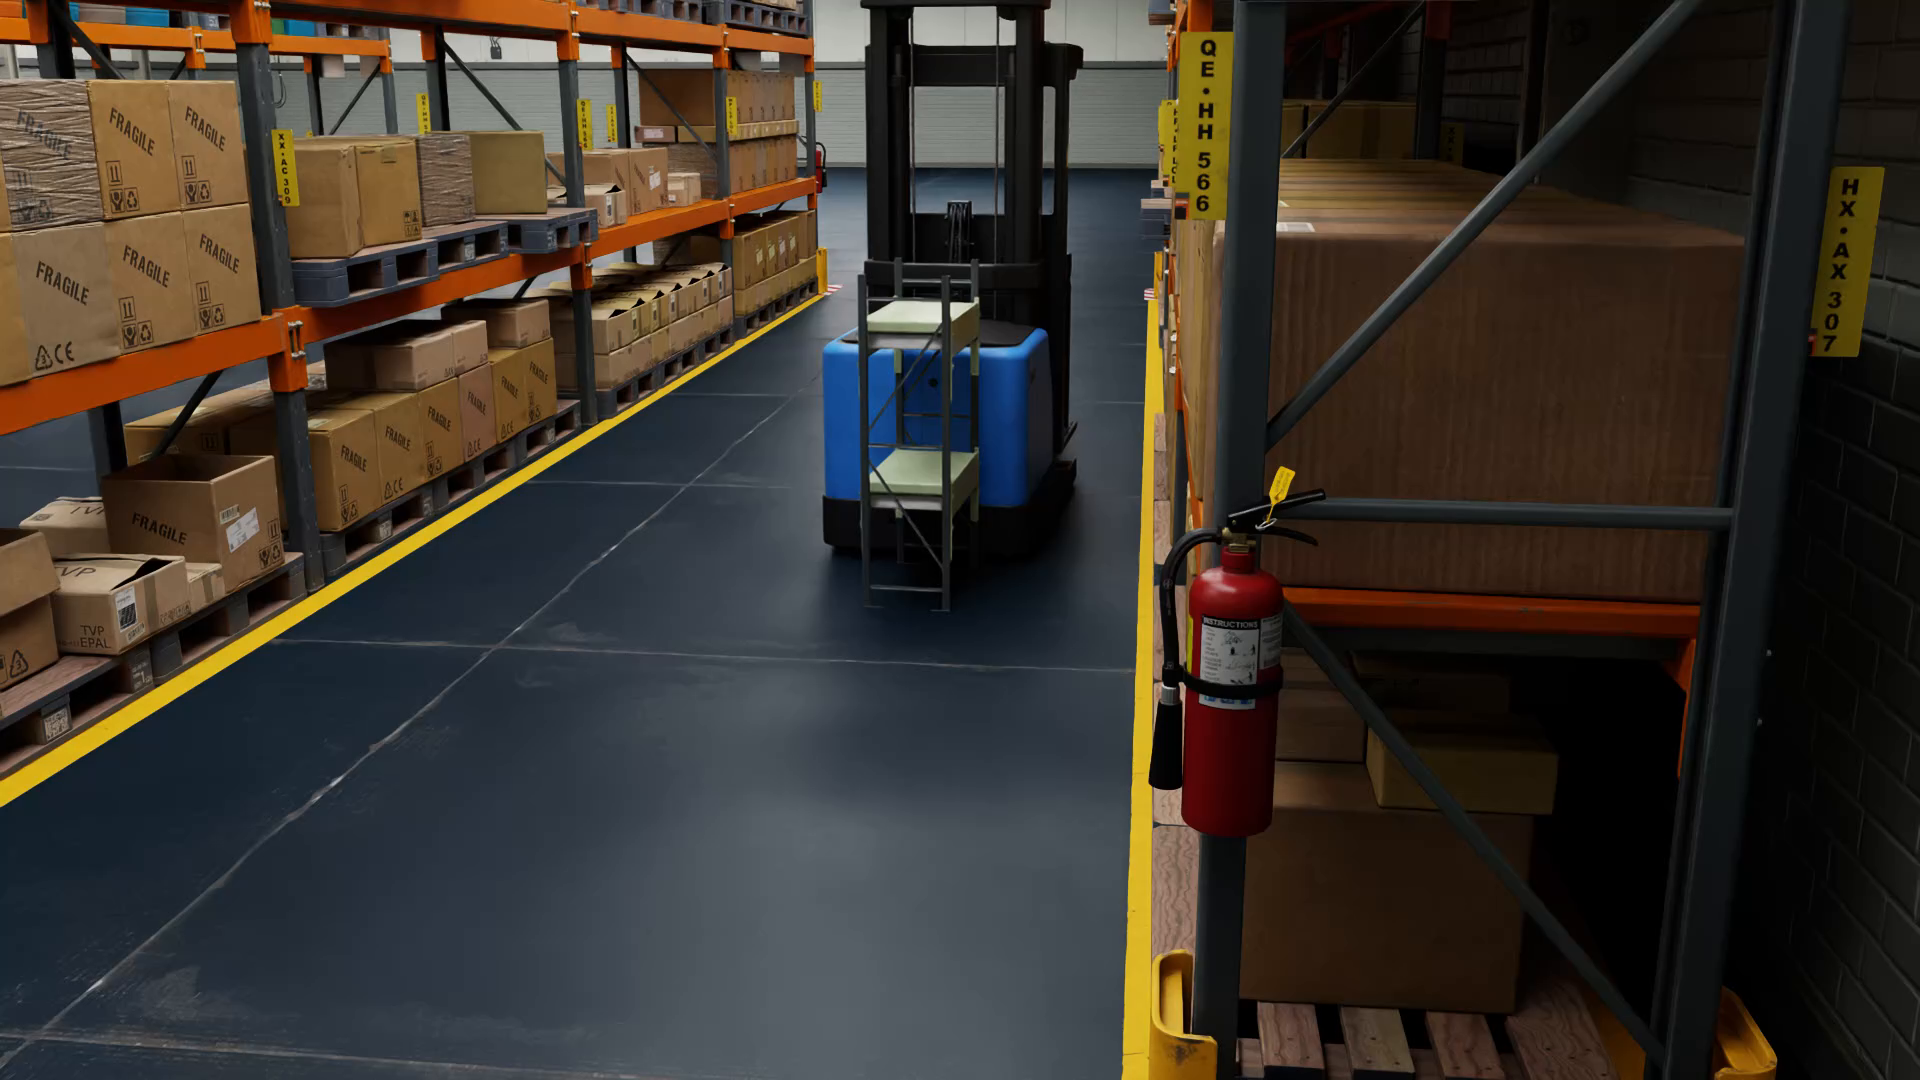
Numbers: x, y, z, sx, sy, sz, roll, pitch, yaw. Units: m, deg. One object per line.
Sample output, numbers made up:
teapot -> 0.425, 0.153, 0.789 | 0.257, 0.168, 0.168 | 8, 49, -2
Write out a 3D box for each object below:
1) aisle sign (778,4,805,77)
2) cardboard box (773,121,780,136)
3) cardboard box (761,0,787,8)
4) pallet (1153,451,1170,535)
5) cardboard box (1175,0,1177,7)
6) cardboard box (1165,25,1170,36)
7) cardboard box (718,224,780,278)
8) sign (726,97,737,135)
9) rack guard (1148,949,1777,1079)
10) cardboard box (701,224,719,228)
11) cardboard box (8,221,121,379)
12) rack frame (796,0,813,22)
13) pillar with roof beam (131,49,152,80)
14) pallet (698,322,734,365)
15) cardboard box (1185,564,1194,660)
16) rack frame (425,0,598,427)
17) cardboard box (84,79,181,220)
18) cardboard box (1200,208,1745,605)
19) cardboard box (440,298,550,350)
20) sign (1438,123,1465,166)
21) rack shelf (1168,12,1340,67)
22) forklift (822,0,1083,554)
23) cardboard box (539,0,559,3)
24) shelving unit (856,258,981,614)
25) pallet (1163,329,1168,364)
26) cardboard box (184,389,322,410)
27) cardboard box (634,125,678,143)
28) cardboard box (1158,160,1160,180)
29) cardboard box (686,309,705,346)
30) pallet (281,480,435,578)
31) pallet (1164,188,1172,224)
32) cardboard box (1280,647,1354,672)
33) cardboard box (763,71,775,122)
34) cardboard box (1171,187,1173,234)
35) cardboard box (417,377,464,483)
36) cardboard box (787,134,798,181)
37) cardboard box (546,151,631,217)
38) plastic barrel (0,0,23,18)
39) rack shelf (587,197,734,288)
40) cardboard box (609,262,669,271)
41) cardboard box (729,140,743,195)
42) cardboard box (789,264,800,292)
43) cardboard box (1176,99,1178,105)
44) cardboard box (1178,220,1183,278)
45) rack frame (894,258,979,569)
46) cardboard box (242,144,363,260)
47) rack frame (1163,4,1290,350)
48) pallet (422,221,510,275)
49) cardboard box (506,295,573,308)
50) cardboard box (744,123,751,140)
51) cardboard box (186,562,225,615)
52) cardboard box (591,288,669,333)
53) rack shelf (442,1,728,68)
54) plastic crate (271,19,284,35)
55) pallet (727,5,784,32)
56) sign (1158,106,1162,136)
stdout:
aisle sign -> -1.843, -5.600, 18.645 | 0.394, 0.787, 0.004 | 2, 15, 6
cardboard box -> -2.112, -4.326, 17.479 | 0.380, 0.149, 0.250 | 2, 15, 8
cardboard box -> -2.073, -5.561, 16.834 | 0.500, 0.311, 0.500 | 4, 16, 13
pallet -> 1.574, -0.253, 9.193 | 1.003, 0.211, 1.213 | 2, 15, 6
cardboard box -> 1.691, -3.726, 11.082 | 0.500, 0.311, 0.500 | 2, 15, 6
cardboard box -> 2.398, -5.480, 17.206 | 0.500, 0.500, 0.500 | 3, 15, 10
cardboard box -> -2.117, -2.907, 16.693 | 0.500, 0.500, 0.500 | 2, 15, 6
sign -> -2.053, -3.807, 14.926 | 0.100, 0.325, 0.005 | 2, 15, 6
rack guard -> 0.972, 1.171, 3.374 | 1.175, 0.500, 0.348 | 2, 15, 6
cardboard box -> -2.637, -2.923, 16.750 | 0.500, 0.500, 0.500 | 2, 15, 6
cardboard box -> -3.410, -0.868, 5.936 | 0.500, 0.500, 0.500 | 2, 15, 8
rack frame -> -2.142, -7.233, 18.171 | 1.000, 3.000, 0.127 | 2, 15, 6
pillar with roof beam -> -20.075, -15.463, 48.606 | 9.100, 9.000, 0.400 | 2, 15, 6
pallet -> -2.638, -1.761, 14.770 | 1.003, 0.211, 1.213 | 2, 15, 6
cardboard box -> 1.180, 0.246, 5.991 | 0.700, 0.500, 0.500 | 2, 15, 6
rack frame -> -3.045, -2.262, 11.280 | 1.000, 3.000, 0.127 | 2, 15, 6
cardboard box -> -3.351, -1.484, 6.295 | 0.500, 0.500, 0.500 | 1, 15, 5
cardboard box -> 1.023, -0.319, 3.522 | 0.980, 0.700, 0.700 | 2, 15, 9
cardboard box -> -2.919, -1.365, 10.474 | 0.500, 0.250, 0.500 | 2, 15, 8
sign -> 1.978, -1.520, 6.725 | 0.100, 0.325, 0.005 | 2, 15, 6
rack shelf -> 2.104, -3.736, 12.365 | 1.077, 0.370, 4.000 | 2, 15, 6
forklift -> 0.082, -1.684, 9.274 | 1.130, 2.935, 3.031 | 3, 15, 10
cardboard box -> -3.060, -3.644, 10.454 | 0.910, 0.500, 0.500 | 2, 15, 6
shelving unit -> -0.175, -0.500, 7.639 | 0.431, 1.500, 0.755 | 3, 15, 10
pallet -> 2.243, -1.606, 14.198 | 1.003, 0.211, 1.213 | 2, 15, 6
cardboard box -> -3.661, -0.495, 8.690 | 0.500, 0.500, 0.500 | 2, 15, 6
cardboard box -> -2.775, -3.738, 15.303 | 0.380, 0.149, 0.250 | 2, 15, 6
cardboard box -> 2.410, -4.012, 18.001 | 0.500, 0.250, 0.500 | 1, 15, 5
cardboard box -> -2.468, -1.795, 14.016 | 0.500, 0.250, 0.500 | 2, 15, 8
pallet -> -3.442, -0.090, 8.592 | 1.003, 0.211, 1.213 | 2, 15, 6
pallet -> 2.061, -2.539, 12.672 | 1.003, 0.211, 1.213 | 2, 15, 6
cardboard box -> 0.816, 0.359, 4.328 | 0.380, 0.149, 0.250 | 2, 15, 8
cardboard box -> -2.323, -4.609, 17.285 | 0.700, 0.500, 0.500 | 2, 15, 6
cardboard box -> 1.500, -2.064, 9.750 | 0.500, 0.500, 0.500 | 2, 15, 8
cardboard box -> -3.086, -0.616, 9.141 | 0.500, 0.500, 0.500 | 2, 15, 7
cardboard box -> -2.207, -4.264, 18.494 | 0.700, 0.500, 0.500 | 2, 15, 6
cardboard box -> -2.871, -2.746, 12.878 | 0.500, 0.500, 0.500 | 1, 15, 3
plastic barrel -> -7.584, -4.440, 12.767 | 0.600, 0.830, 0.708 | 2, 15, 6
rack shelf -> -2.819, -2.433, 13.293 | 1.077, 0.370, 4.000 | 2, 15, 6
cardboard box -> -2.887, -2.346, 14.979 | 0.500, 0.311, 0.500 | 2, 15, 6
cardboard box -> -2.496, -3.600, 16.037 | 0.700, 0.500, 0.500 | 2, 15, 6
cardboard box -> -2.008, -2.805, 17.750 | 0.500, 0.250, 0.500 | 2, 15, 6
cardboard box -> 1.511, -2.431, 9.669 | 0.500, 0.250, 0.500 | 1, 15, 5
cardboard box -> 1.228, -1.408, 7.323 | 0.500, 0.500, 0.500 | 1, 15, 5
rack frame -> -0.110, -0.594, 7.987 | 0.400, 1.500, 0.023 | 3, 15, 10
cardboard box -> -3.220, -1.592, 7.806 | 0.700, 0.500, 0.500 | -3, 16, -13
rack frame -> 2.329, -3.154, 14.581 | 1.000, 3.000, 0.127 | 2, 15, 6
pallet -> -3.259, -1.665, 9.440 | 1.003, 0.211, 1.213 | 2, 15, 6
cardboard box -> -3.178, -1.686, 12.540 | 0.500, 0.311, 0.500 | 1, 15, 5
cardboard box -> -2.256, -3.990, 16.236 | 0.380, 0.149, 0.250 | 1, 15, 4
cardboard box -> -3.261, 0.195, 6.815 | 0.380, 0.149, 0.250 | 2, 15, 6
cardboard box -> -2.583, -1.804, 12.975 | 0.500, 0.311, 0.500 | 1, 15, 5
rack shelf -> -2.819, -3.881, 12.901 | 1.077, 0.370, 4.000 | 2, 15, 6
plastic crate -> -7.066, -5.193, 16.780 | 0.336, 0.188, 0.450 | 2, 15, 6
pallet -> -2.383, -5.242, 16.725 | 1.003, 0.211, 1.213 | 2, 15, 6
sign -> 2.241, -4.626, 18.364 | 0.100, 0.325, 0.005 | 2, 15, 6
